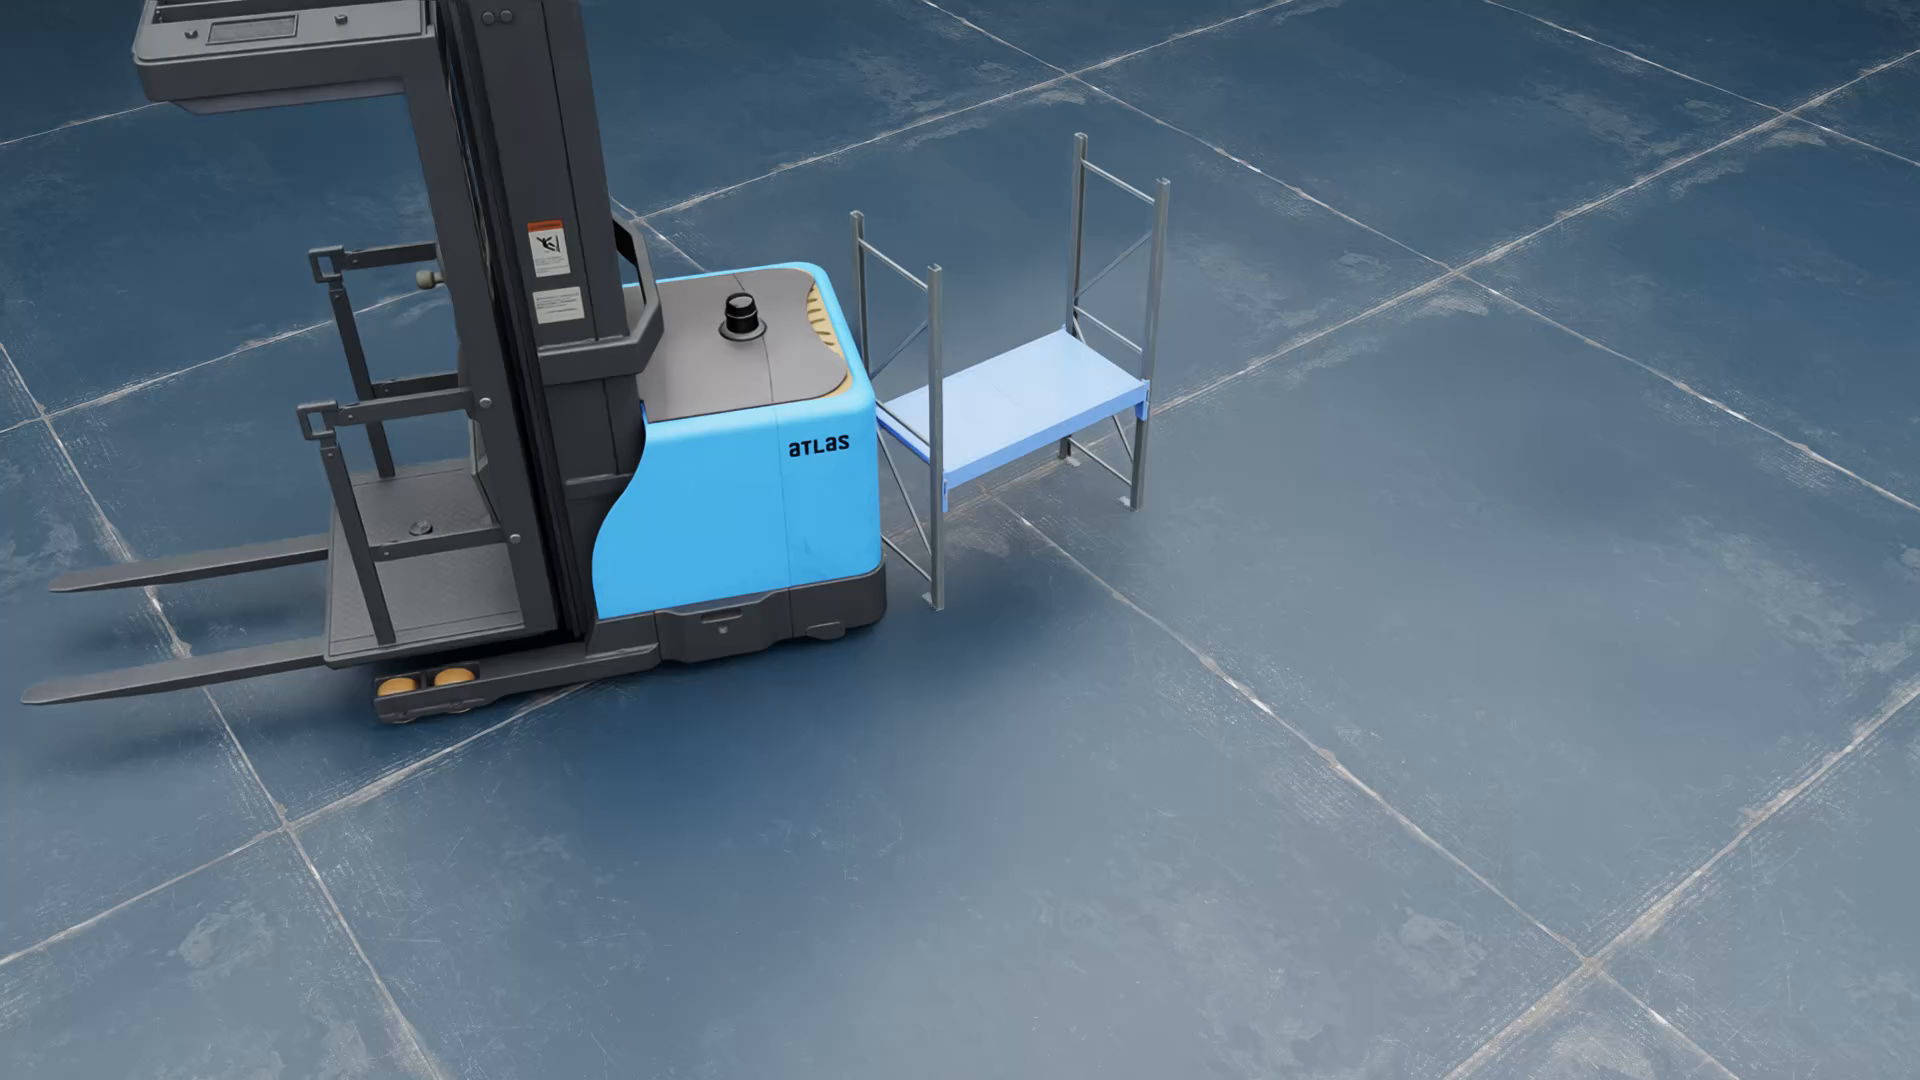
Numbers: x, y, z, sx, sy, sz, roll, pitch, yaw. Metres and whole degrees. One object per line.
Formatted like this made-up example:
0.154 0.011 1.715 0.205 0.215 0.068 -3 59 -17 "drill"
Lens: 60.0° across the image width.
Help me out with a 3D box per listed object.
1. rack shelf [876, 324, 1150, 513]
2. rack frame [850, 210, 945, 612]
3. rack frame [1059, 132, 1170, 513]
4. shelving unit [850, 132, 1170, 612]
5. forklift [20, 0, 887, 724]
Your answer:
0.185 -0.490 6.448 1.000 0.185 0.538 -26 46 -28 "rack shelf"
-0.221 -0.435 6.098 0.032 1.500 0.500 -26 46 -28 "rack frame"
0.591 -0.823 6.570 0.032 1.500 0.500 -26 46 -28 "rack frame"
0.185 -0.629 6.334 1.048 1.500 0.538 -26 46 -28 "shelving unit"
-1.853 -0.850 5.475 3.031 2.935 1.130 -10 40 -11 "forklift"
